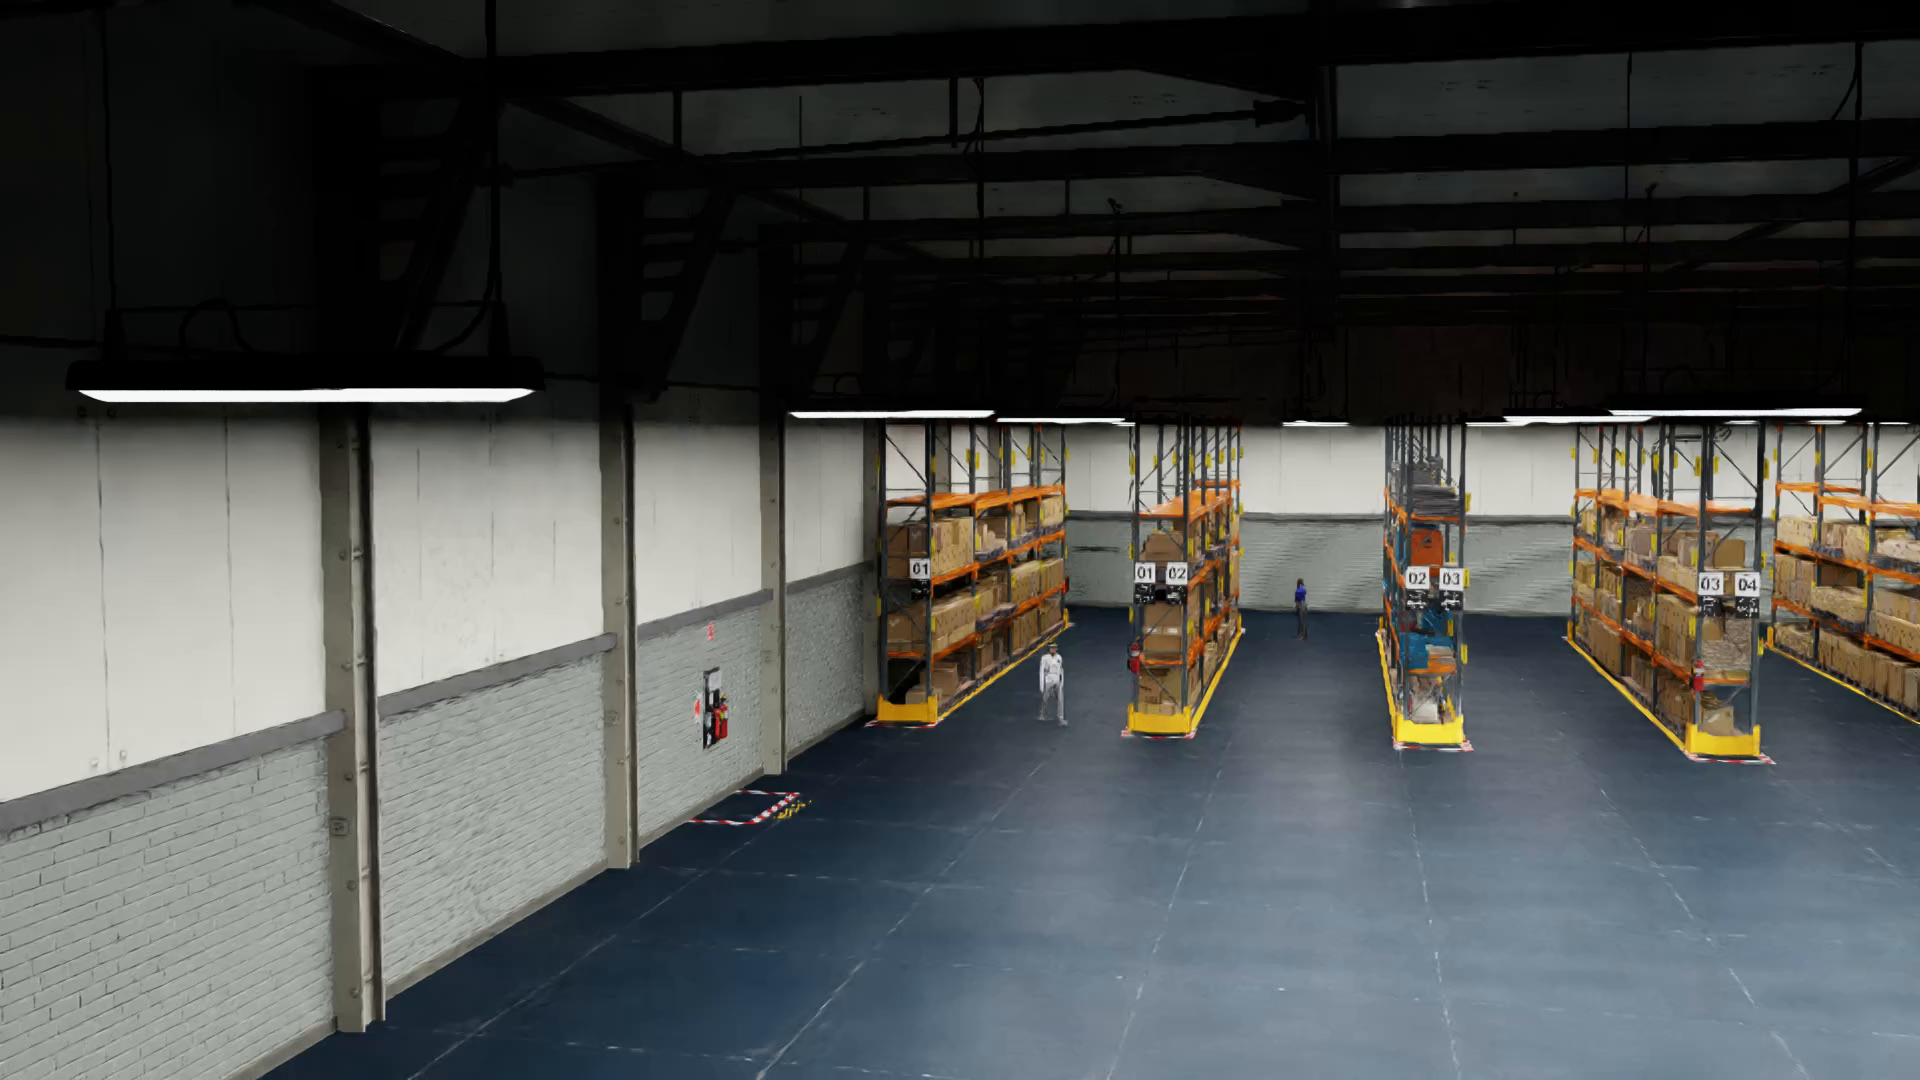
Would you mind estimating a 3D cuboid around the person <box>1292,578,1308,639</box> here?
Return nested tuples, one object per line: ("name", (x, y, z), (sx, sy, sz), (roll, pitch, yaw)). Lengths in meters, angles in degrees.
("person", (9.202, 1.840, 45.006), (0.530, 1.653, 0.565), (2, 5, 31))

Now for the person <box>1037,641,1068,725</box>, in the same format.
("person", (1.773, 2.727, 32.160), (0.525, 1.605, 0.936), (-1, 4, -10))
